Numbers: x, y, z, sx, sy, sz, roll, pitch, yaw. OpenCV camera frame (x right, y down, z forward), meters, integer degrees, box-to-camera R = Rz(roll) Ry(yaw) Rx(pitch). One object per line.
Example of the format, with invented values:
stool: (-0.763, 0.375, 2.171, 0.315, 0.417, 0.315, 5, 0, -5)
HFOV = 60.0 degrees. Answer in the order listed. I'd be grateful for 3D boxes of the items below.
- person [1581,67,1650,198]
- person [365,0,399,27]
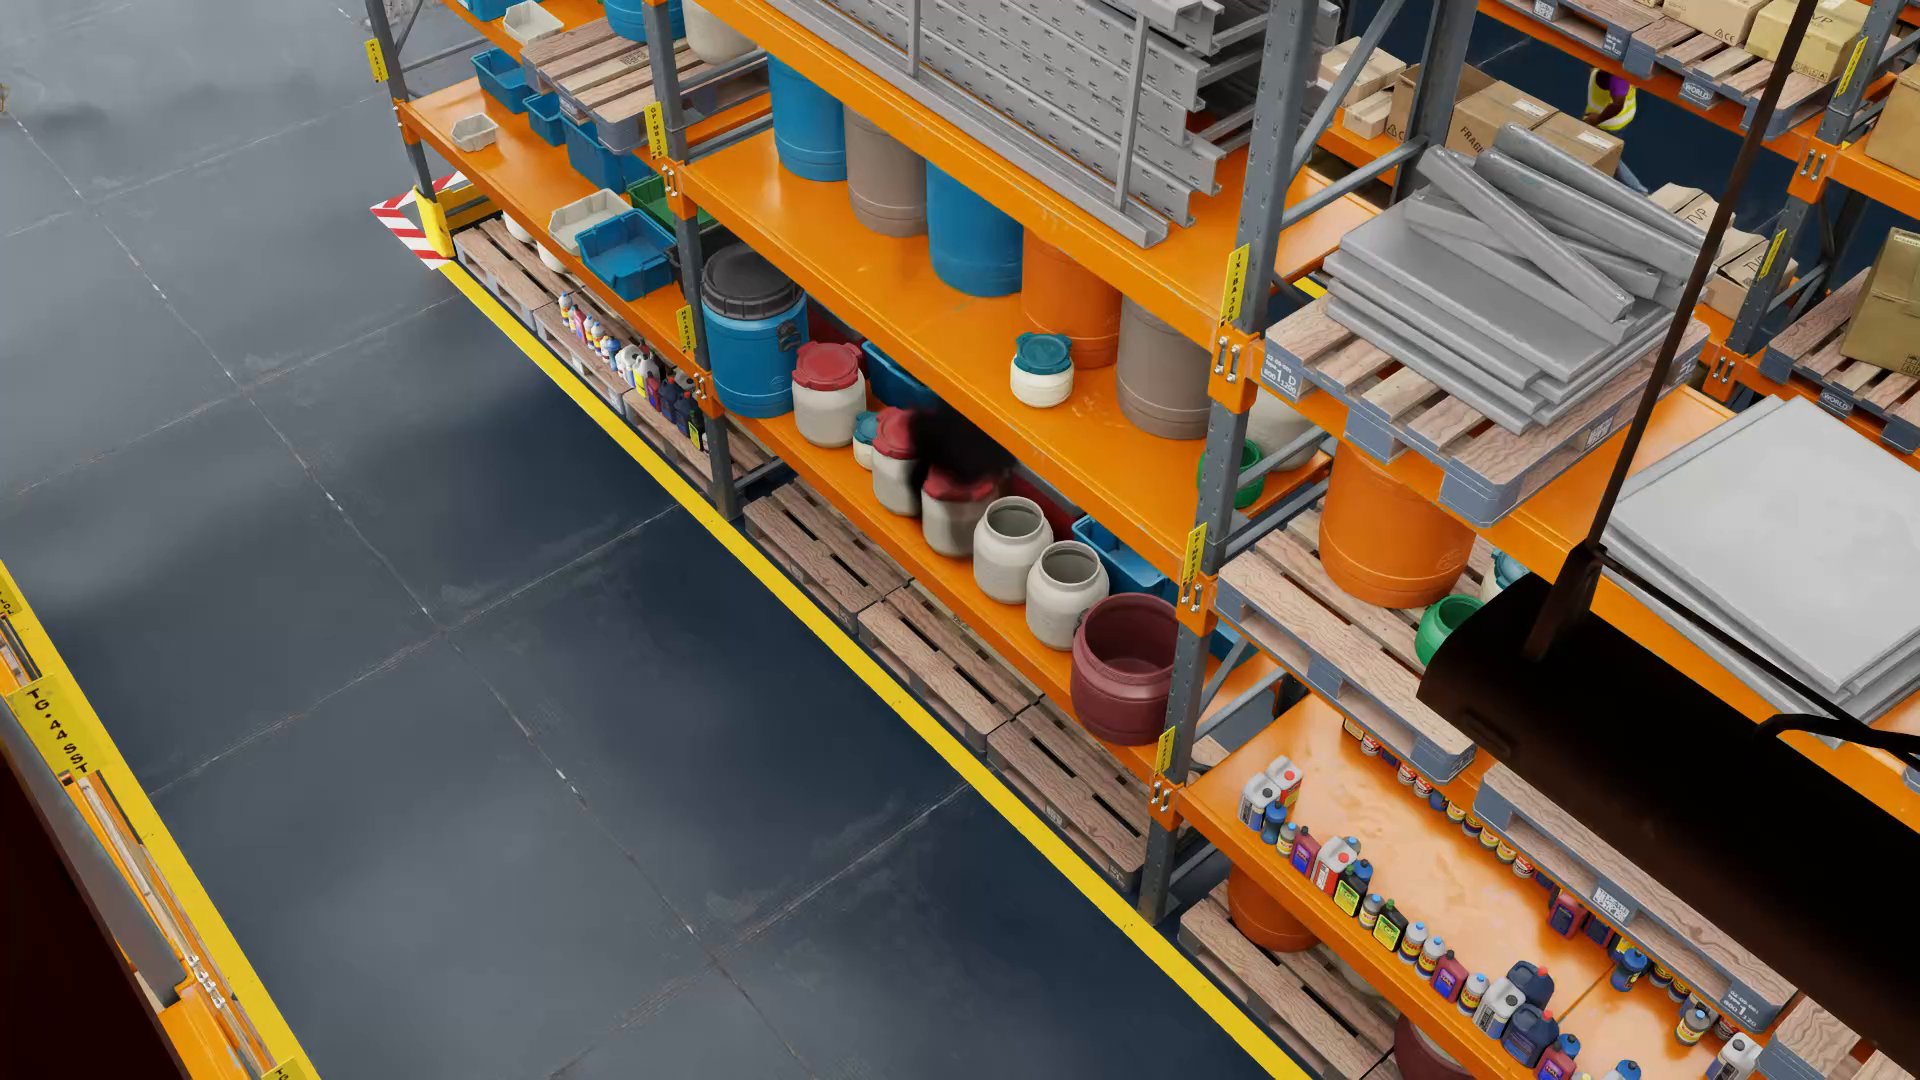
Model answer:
person: (5.054, -3.237, 12.852, 0.685, 1.745, 0.899, -36, 56, -29)
person: (-5.510, -5.436, 14.957, 0.557, 1.717, 0.705, -9, 47, -9)
